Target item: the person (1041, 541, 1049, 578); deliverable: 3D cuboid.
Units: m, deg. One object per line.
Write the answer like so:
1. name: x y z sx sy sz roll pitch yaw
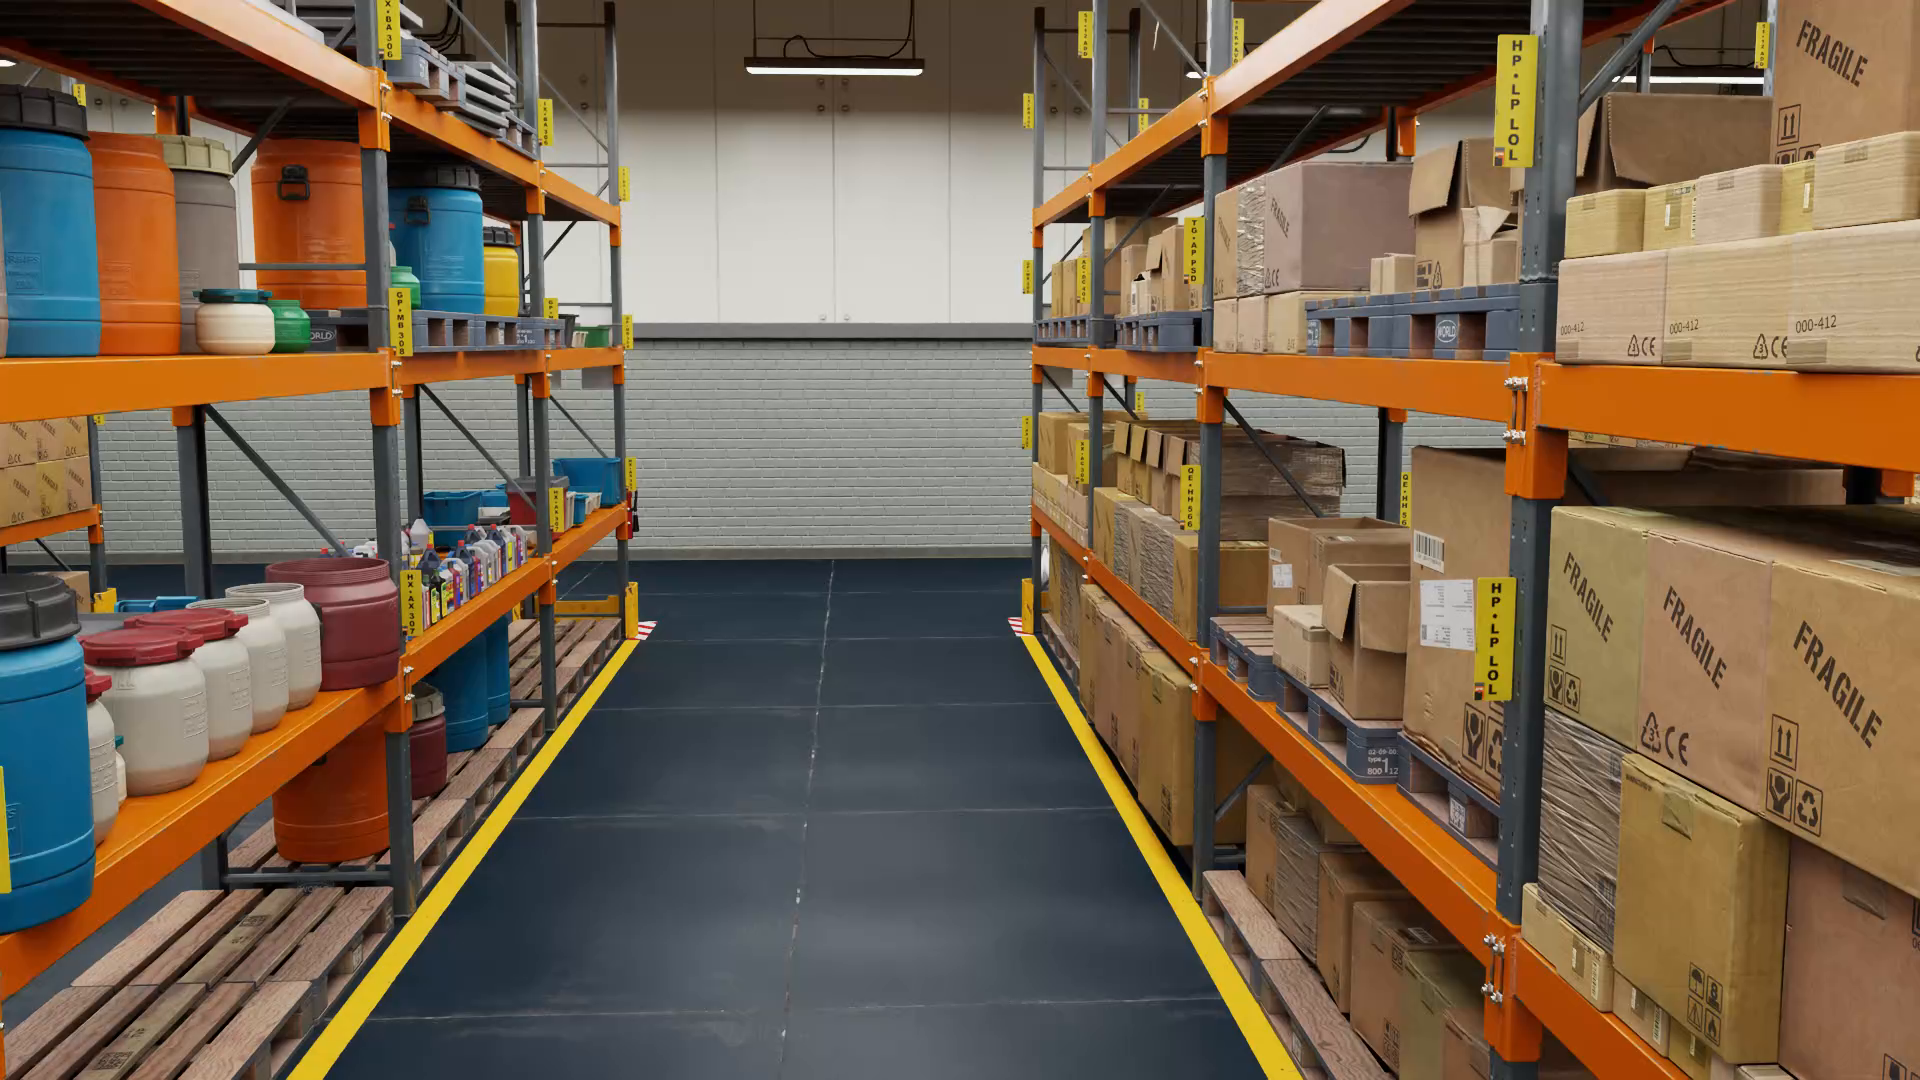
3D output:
1. person: 1.280 0.386 17.545 1.001 0.827 0.500 -1 7 -5
